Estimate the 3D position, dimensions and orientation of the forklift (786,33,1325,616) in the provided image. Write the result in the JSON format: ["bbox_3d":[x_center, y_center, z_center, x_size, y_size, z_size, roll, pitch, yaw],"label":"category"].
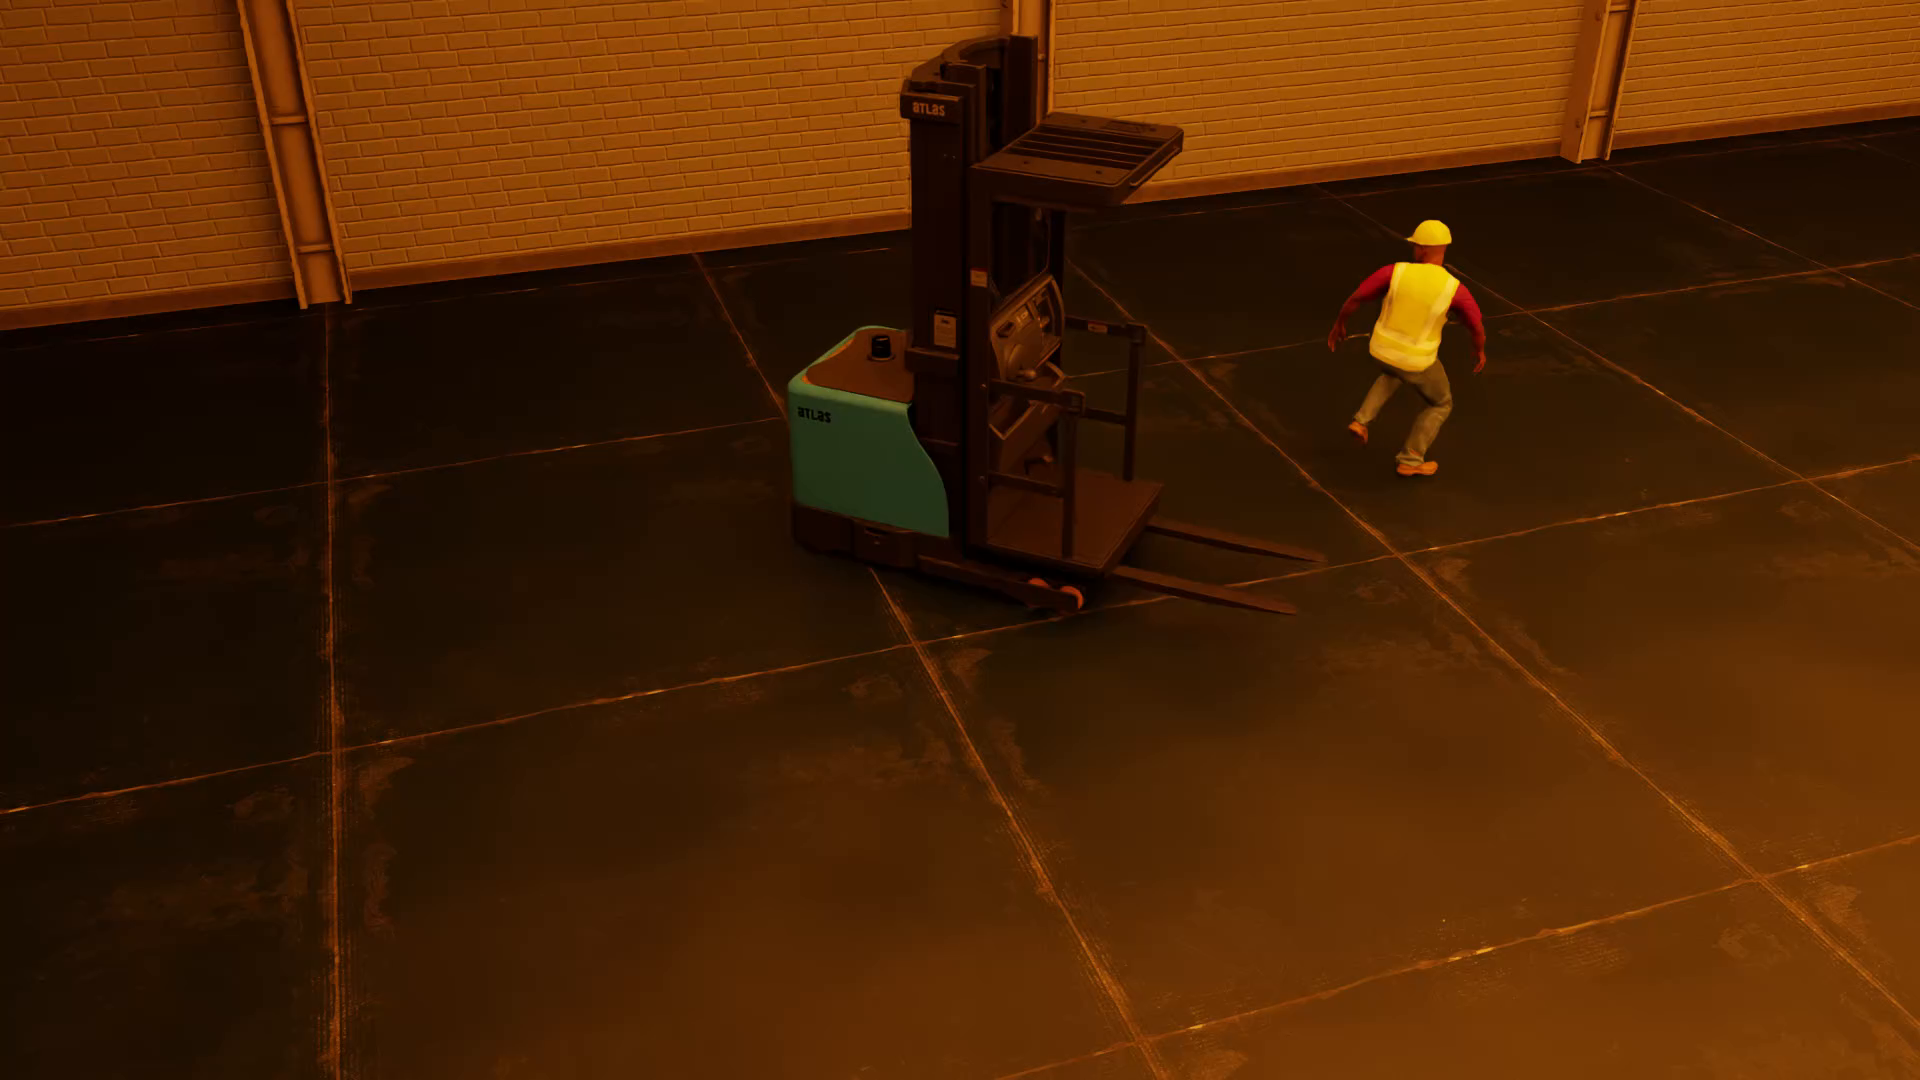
[{"bbox_3d":[0.555,-1.147,9.081,3.031,2.935,1.130,13,32,21],"label":"forklift"}]

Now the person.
[{"bbox_3d":[2.839,-1.220,10.498,0.859,1.664,0.621,26,39,37],"label":"person"}]
